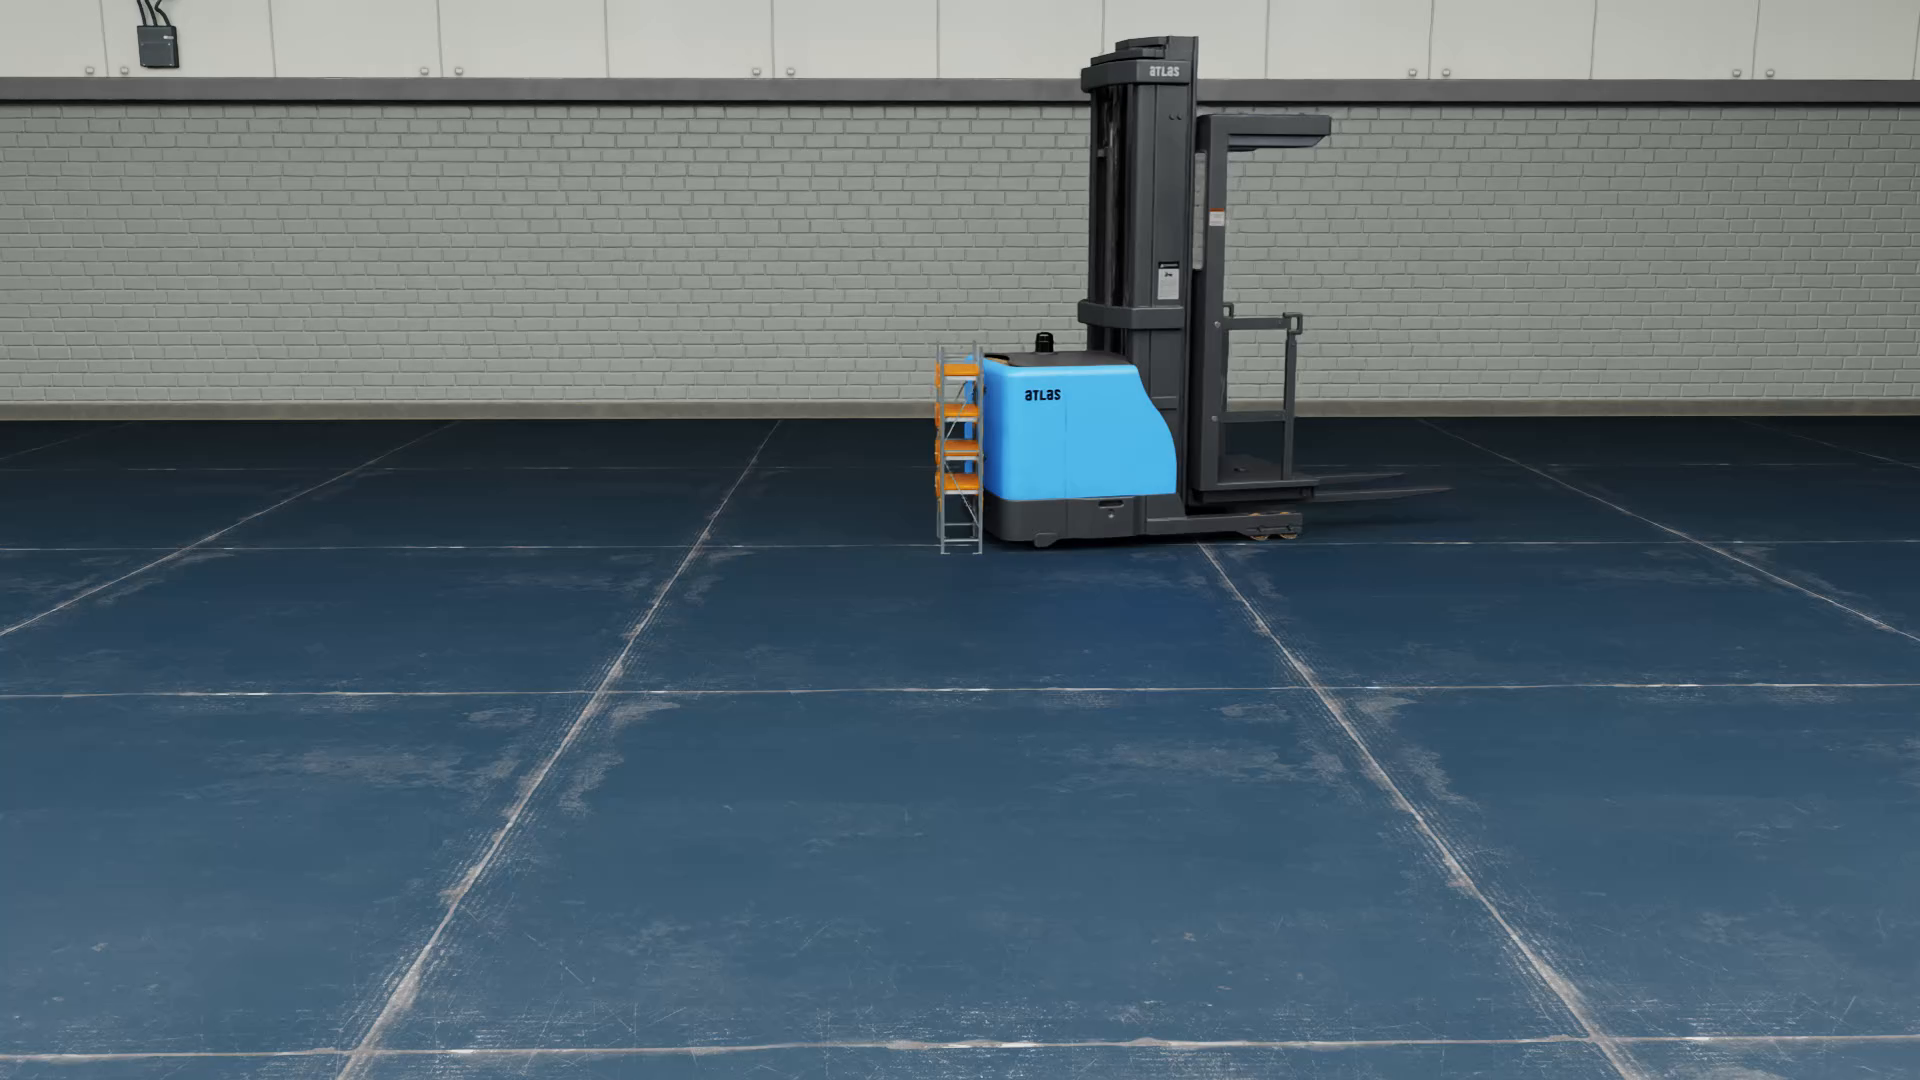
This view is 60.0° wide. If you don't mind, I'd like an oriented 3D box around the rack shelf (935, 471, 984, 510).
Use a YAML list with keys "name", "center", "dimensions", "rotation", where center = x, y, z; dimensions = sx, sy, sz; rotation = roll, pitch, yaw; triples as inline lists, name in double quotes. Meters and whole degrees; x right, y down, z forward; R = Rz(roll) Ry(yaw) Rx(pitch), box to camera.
- name: "rack shelf"
  center: [-0.007, -0.293, 9.825]
  dimensions: [0.258, 0.148, 0.480]
  rotation: [-1, 11, -4]

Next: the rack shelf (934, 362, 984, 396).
- name: "rack shelf"
  center: [-0.007, -0.939, 9.694]
  dimensions: [0.258, 0.148, 0.480]
  rotation: [-1, 11, -4]

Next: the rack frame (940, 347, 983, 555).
- name: "rack frame"
  center: [0.009, -0.506, 9.533]
  dimensions: [0.240, 1.200, 0.015]
  rotation: [-1, 11, -4]

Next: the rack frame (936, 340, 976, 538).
- name: "rack frame"
  center: [-0.024, -0.602, 10.010]
  dimensions: [0.240, 1.200, 0.015]
  rotation: [-1, 11, -4]

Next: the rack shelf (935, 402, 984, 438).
- name: "rack shelf"
  center: [-0.007, -0.707, 9.741]
  dimensions: [0.258, 0.148, 0.480]
  rotation: [-1, 11, -4]

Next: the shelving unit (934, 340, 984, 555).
- name: "shelving unit"
  center: [-0.007, -0.554, 9.772]
  dimensions: [0.258, 1.200, 0.503]
  rotation: [-1, 11, -4]

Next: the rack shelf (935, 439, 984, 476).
- name: "rack shelf"
  center: [-0.007, -0.488, 9.785]
  dimensions: [0.258, 0.148, 0.480]
  rotation: [-1, 11, -4]

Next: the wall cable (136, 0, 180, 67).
- name: "wall cable"
  center: [-6.192, -7.199, 14.359]
  dimensions: [2.305, 6.003, 0.169]
  rotation: [0, 11, -1]

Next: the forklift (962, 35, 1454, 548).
- name: "forklift"
  center: [1.588, -1.530, 10.228]
  dimensions: [3.031, 2.935, 1.130]
  rotation: [-3, 12, -14]
